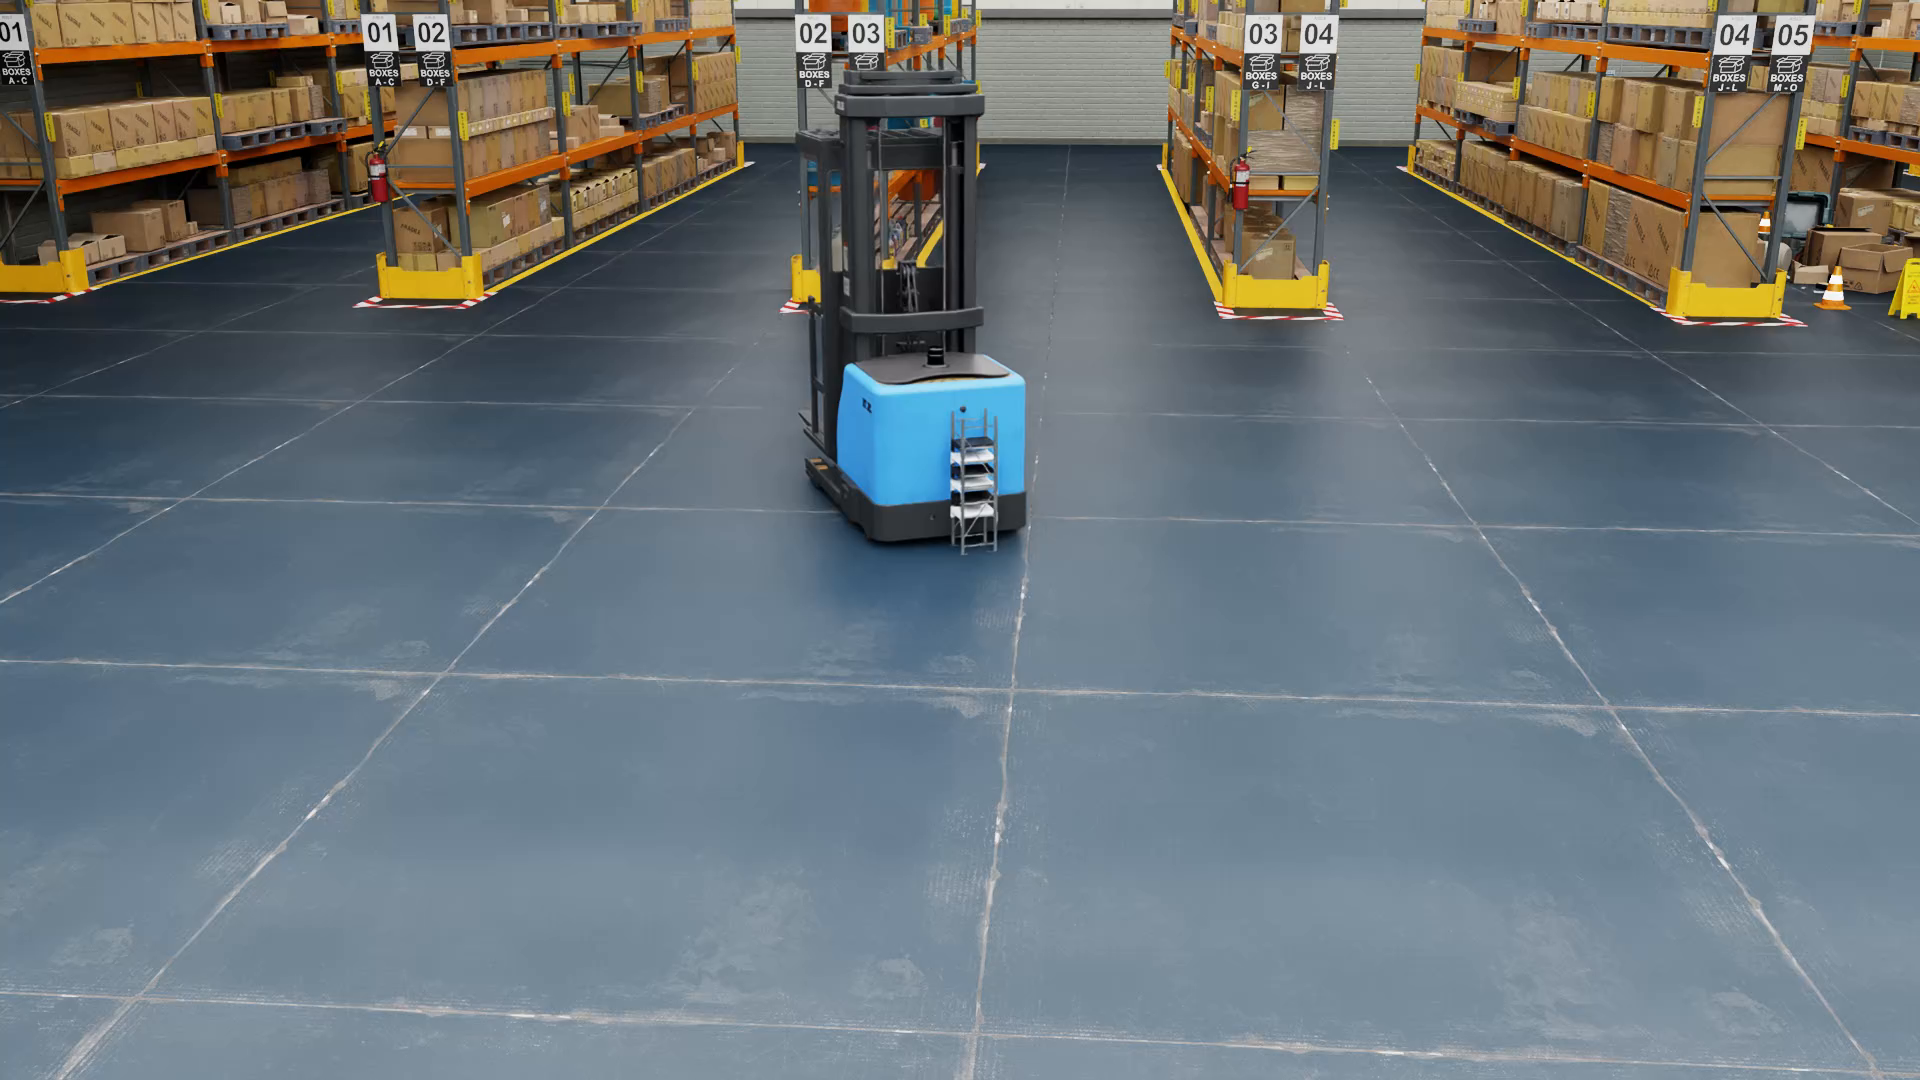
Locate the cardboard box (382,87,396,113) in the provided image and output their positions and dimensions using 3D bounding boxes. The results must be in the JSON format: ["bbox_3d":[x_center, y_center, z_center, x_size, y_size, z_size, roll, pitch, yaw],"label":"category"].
[{"bbox_3d":[-10.232,-7.746,29.075,0.500,0.500,0.500,2,18,5],"label":"cardboard box"}]

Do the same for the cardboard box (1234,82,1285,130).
[{"bbox_3d":[3.406,-4.948,18.962,0.500,0.500,0.500,1,18,4],"label":"cardboard box"}]

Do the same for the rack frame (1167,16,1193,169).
[{"bbox_3d":[4.760,-9.077,33.807,1.000,3.000,0.127,1,18,4],"label":"rack frame"}]

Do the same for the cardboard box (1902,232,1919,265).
[{"bbox_3d":[12.351,-3.640,21.224,0.500,0.500,0.500,17,25,41],"label":"cardboard box"}]

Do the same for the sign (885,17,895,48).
[{"bbox_3d":[-0.778,-5.634,18.469,0.100,0.325,0.005,1,18,4],"label":"sign"}]

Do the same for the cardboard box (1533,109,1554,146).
[{"bbox_3d":[8.755,-6.050,24.408,0.500,0.500,0.500,1,18,4],"label":"cardboard box"}]

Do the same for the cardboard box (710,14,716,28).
[{"bbox_3d":[-5.016,-10.022,32.116,0.500,0.250,0.500,1,18,4],"label":"cardboard box"}]

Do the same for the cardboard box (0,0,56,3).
[{"bbox_3d":[-10.939,-6.511,19.361,0.500,0.500,0.500,0,18,0],"label":"cardboard box"}]

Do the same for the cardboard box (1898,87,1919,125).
[{"bbox_3d":[13.703,-6.143,23.539,0.500,0.500,0.500,1,18,2],"label":"cardboard box"}]

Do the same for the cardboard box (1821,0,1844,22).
[{"bbox_3d":[13.953,-8.355,25.952,0.700,0.500,0.500,0,18,1],"label":"cardboard box"}]

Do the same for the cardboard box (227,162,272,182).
[{"bbox_3d":[-10.824,-5.587,25.259,0.500,0.250,0.500,1,18,2],"label":"cardboard box"}]

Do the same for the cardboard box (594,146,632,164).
[{"bbox_3d":[-5.861,-6.505,28.063,0.500,0.250,0.500,2,18,6],"label":"cardboard box"}]

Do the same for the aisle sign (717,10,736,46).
[{"bbox_3d":[-4.810,-10.549,34.124,0.394,0.787,0.004,1,18,4],"label":"aisle sign"}]

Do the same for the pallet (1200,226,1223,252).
[{"bbox_3d":[3.954,-4.267,23.605,1.003,0.211,1.213,1,18,4],"label":"pallet"}]

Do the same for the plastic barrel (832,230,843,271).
[{"bbox_3d":[-1.356,-3.442,19.930,0.421,0.512,0.421,0,18,0],"label":"plastic barrel"}]

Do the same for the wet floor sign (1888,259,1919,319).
[{"bbox_3d":[10.526,-2.794,18.412,0.267,0.644,0.232,-2,18,-6],"label":"wet floor sign"}]

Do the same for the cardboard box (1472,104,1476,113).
[{"bbox_3d":[8.838,-7.255,27.976,0.380,0.149,0.250,1,18,3],"label":"cardboard box"}]

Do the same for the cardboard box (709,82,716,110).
[{"bbox_3d":[-5.027,-8.571,32.103,0.500,0.500,0.500,1,18,4],"label":"cardboard box"}]

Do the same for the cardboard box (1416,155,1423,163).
[{"bbox_3d":[9.343,-7.624,33.277,0.380,0.149,0.250,2,18,5],"label":"cardboard box"}]

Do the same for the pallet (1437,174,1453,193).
[{"bbox_3d":[9.426,-6.577,30.655,1.003,0.211,1.213,1,18,4],"label":"pallet"}]

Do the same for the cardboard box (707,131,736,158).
[{"bbox_3d":[-4.913,-8.146,34.274,0.500,0.500,0.500,1,18,4],"label":"cardboard box"}]

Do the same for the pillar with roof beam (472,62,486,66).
[{"bbox_3d":[-6.437,-13.021,36.210,9.100,9.000,0.400,1,18,4],"label":"pillar with roof beam"}]

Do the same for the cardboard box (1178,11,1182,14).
[{"bbox_3d":[4.616,-10.462,32.222,0.700,0.500,0.500,1,18,2],"label":"cardboard box"}]

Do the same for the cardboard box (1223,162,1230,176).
[{"bbox_3d":[3.431,-4.550,20.394,0.380,0.149,0.250,1,18,4],"label":"cardboard box"}]

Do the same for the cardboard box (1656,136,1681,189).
[{"bbox_3d":[8.552,-4.324,19.062,0.875,0.550,0.550,1,18,4],"label":"cardboard box"}]

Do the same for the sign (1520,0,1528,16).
[{"bbox_3d":[8.586,-8.134,25.282,0.100,0.325,0.005,1,18,4],"label":"sign"}]

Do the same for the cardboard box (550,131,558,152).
[{"bbox_3d":[-5.989,-5.655,23.604,0.500,0.250,0.500,2,18,7],"label":"cardboard box"}]

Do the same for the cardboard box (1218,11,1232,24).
[{"bbox_3d":[3.569,-6.799,21.640,0.380,0.149,0.250,1,18,2],"label":"cardboard box"}]

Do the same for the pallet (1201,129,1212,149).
[{"bbox_3d":[4.086,-5.885,24.375,1.003,0.211,1.213,1,18,4],"label":"pallet"}]

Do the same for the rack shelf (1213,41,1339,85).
[{"bbox_3d":[3.757,-5.812,20.182,1.077,0.370,4.000,1,18,4],"label":"rack shelf"}]

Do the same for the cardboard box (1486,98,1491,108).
[{"bbox_3d":[8.760,-7.078,26.957,0.380,0.149,0.250,1,18,4],"label":"cardboard box"}]

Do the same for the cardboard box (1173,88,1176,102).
[{"bbox_3d":[4.354,-8.524,31.883,0.500,0.250,0.500,1,18,3],"label":"cardboard box"}]

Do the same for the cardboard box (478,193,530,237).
[{"bbox_3d":[-5.897,-4.207,21.481,0.500,0.500,0.500,1,18,4],"label":"cardboard box"}]

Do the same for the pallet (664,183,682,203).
[{"bbox_3d":[-5.512,-6.098,29.195,1.003,0.211,1.213,1,18,4],"label":"pallet"}]

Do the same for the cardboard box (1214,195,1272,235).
[{"bbox_3d":[3.966,-4.561,23.334,0.700,0.500,0.500,0,18,0],"label":"cardboard box"}]

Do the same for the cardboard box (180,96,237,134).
[{"bbox_3d":[-10.851,-6.096,23.841,0.700,0.500,0.500,1,18,4],"label":"cardboard box"}]

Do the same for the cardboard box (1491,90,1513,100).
[{"bbox_3d":[8.744,-7.135,26.654,0.380,0.149,0.250,2,18,6],"label":"cardboard box"}]

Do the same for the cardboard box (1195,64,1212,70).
[{"bbox_3d":[4.346,-7.754,27.998,0.797,0.503,0.637,2,18,6],"label":"cardboard box"}]

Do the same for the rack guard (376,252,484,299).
[{"bbox_3d":[-6.269,-3.135,19.686,1.175,0.500,0.348,1,18,4],"label":"rack guard"}]

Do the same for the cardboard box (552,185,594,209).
[{"bbox_3d":[-5.661,-5.010,24.236,0.500,0.311,0.500,1,18,3],"label":"cardboard box"}]

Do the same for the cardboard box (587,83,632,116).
[{"bbox_3d":[-5.761,-7.260,27.426,0.700,0.500,0.500,-5,19,-15],"label":"cardboard box"}]

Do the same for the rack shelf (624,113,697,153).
[{"bbox_3d":[-5.550,-7.094,28.910,1.077,0.370,4.000,1,18,4],"label":"rack shelf"}]

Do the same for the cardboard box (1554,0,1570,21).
[{"bbox_3d":[8.783,-7.545,23.624,0.500,0.311,0.500,1,18,3],"label":"cardboard box"}]

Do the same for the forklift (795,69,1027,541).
[{"bbox_3d":[-0.504,-1.804,11.723,1.130,2.935,3.031,-6,19,-17],"label":"forklift"}]

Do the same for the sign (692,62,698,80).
[{"bbox_3d":[-4.853,-8.596,30.479,0.100,0.325,0.005,1,18,4],"label":"sign"}]

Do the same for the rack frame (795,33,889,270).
[{"bbox_3d":[-1.327,-4.218,18.979,1.000,3.000,0.127,1,18,4],"label":"rack frame"}]

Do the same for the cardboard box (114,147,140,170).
[{"bbox_3d":[-10.791,-4.842,21.091,0.500,0.250,0.500,1,18,3],"label":"cardboard box"}]

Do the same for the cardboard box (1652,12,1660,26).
[{"bbox_3d":[8.349,-6.103,19.483,0.380,0.149,0.250,2,18,5],"label":"cardboard box"}]

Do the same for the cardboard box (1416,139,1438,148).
[{"bbox_3d":[9.324,-7.907,33.186,0.380,0.149,0.250,0,18,1],"label":"cardboard box"}]

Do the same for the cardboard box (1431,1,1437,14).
[{"bbox_3d":[9.373,-10.234,31.959,0.500,0.250,0.500,1,18,3],"label":"cardboard box"}]

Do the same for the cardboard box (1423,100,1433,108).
[{"bbox_3d":[9.301,-8.560,32.632,0.380,0.149,0.250,1,18,2],"label":"cardboard box"}]

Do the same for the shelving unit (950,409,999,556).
[{"bbox_3d":[0.090,-0.367,10.598,0.258,0.900,0.210,-6,19,-17],"label":"shelving unit"}]

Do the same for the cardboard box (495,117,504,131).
[{"bbox_3d":[-5.934,-5.203,20.782,0.380,0.149,0.250,1,18,3],"label":"cardboard box"}]

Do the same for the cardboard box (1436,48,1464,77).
[{"bbox_3d":[9.281,-8.989,31.295,0.500,0.500,0.500,1,18,2],"label":"cardboard box"}]

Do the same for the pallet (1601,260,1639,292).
[{"bbox_3d":[8.623,-3.268,20.559,1.003,0.211,1.213,1,18,4],"label":"pallet"}]

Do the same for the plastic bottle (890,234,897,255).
[{"bbox_3d":[-0.861,-3.793,21.357,0.097,0.271,0.097,0,18,0],"label":"plastic bottle"}]
